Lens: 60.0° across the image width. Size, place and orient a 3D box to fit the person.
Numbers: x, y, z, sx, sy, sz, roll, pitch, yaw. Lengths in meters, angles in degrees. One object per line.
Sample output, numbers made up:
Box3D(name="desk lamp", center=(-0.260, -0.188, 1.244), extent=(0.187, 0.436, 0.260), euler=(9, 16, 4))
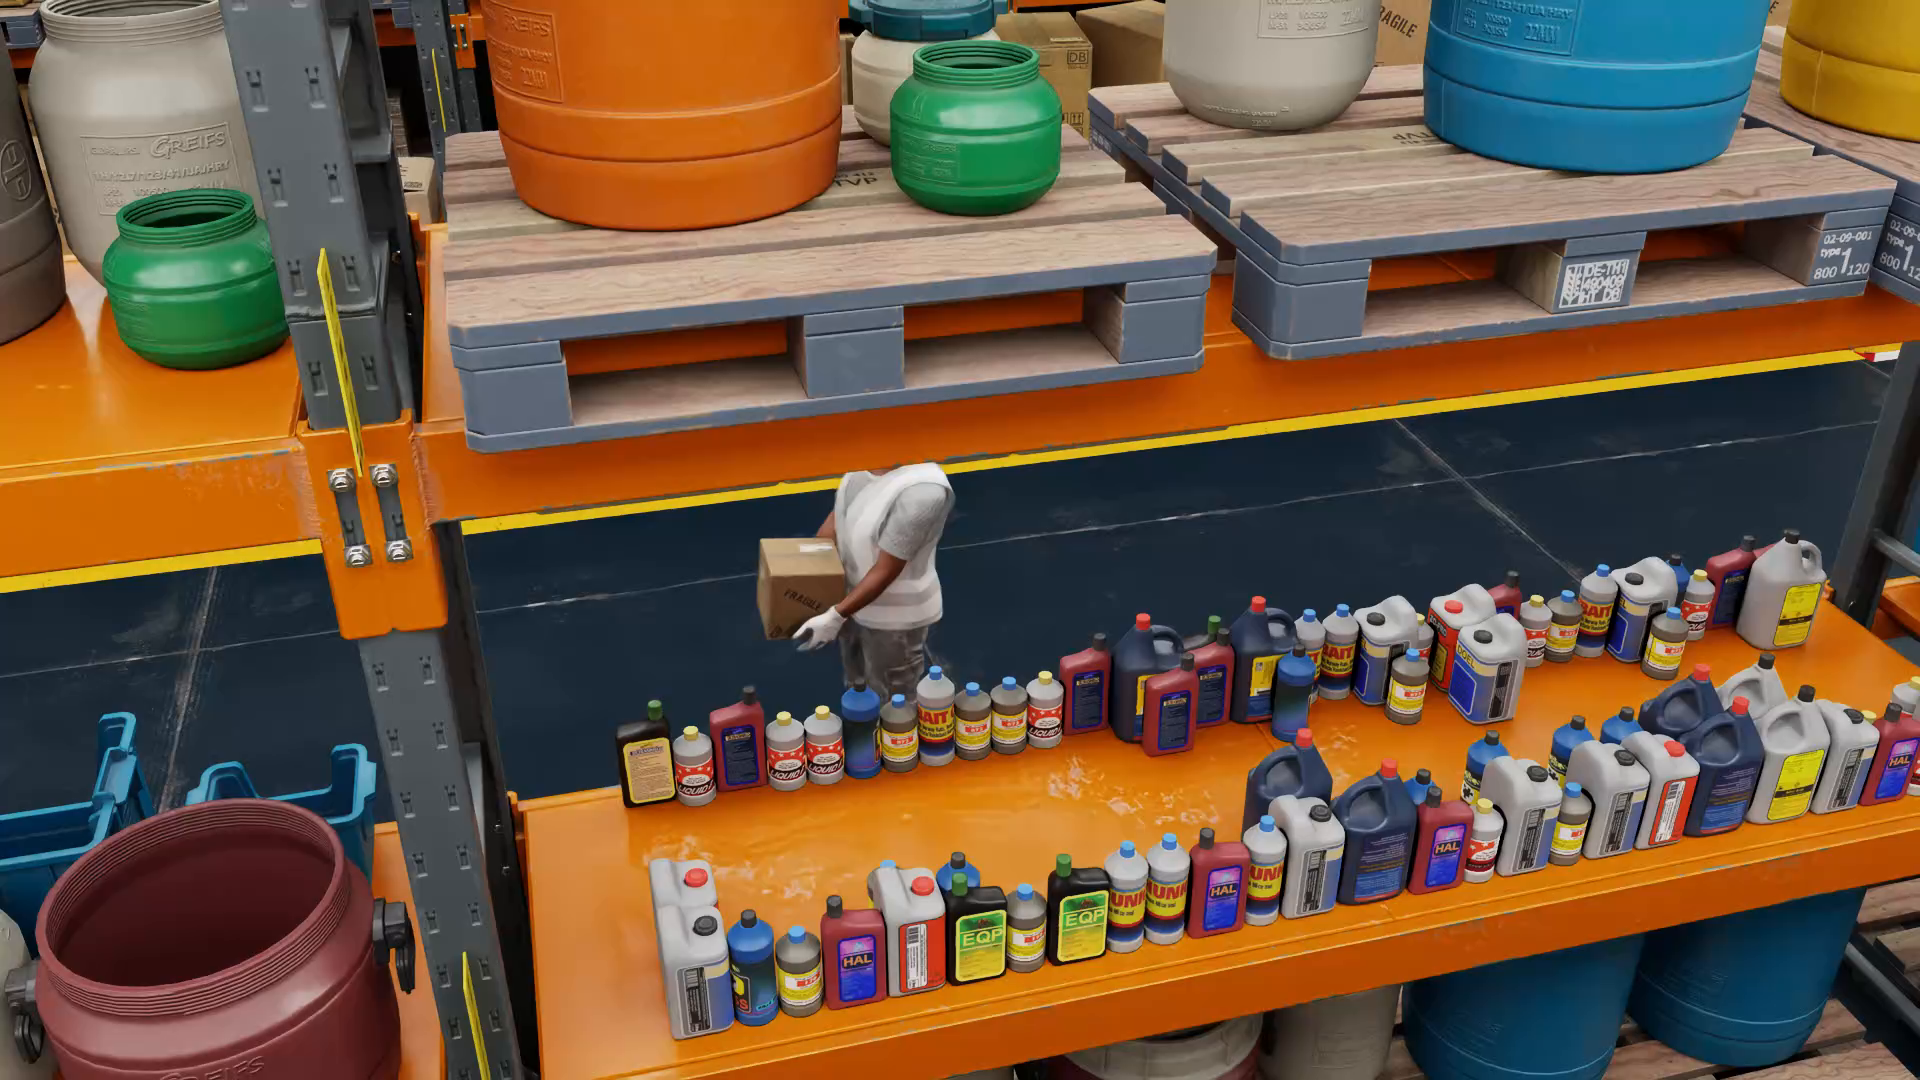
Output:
Box3D(name="person", center=(-0.337, 0.251, 5.673), extent=(0.569, 1.787, 0.502), euler=(-12, 32, -20))
